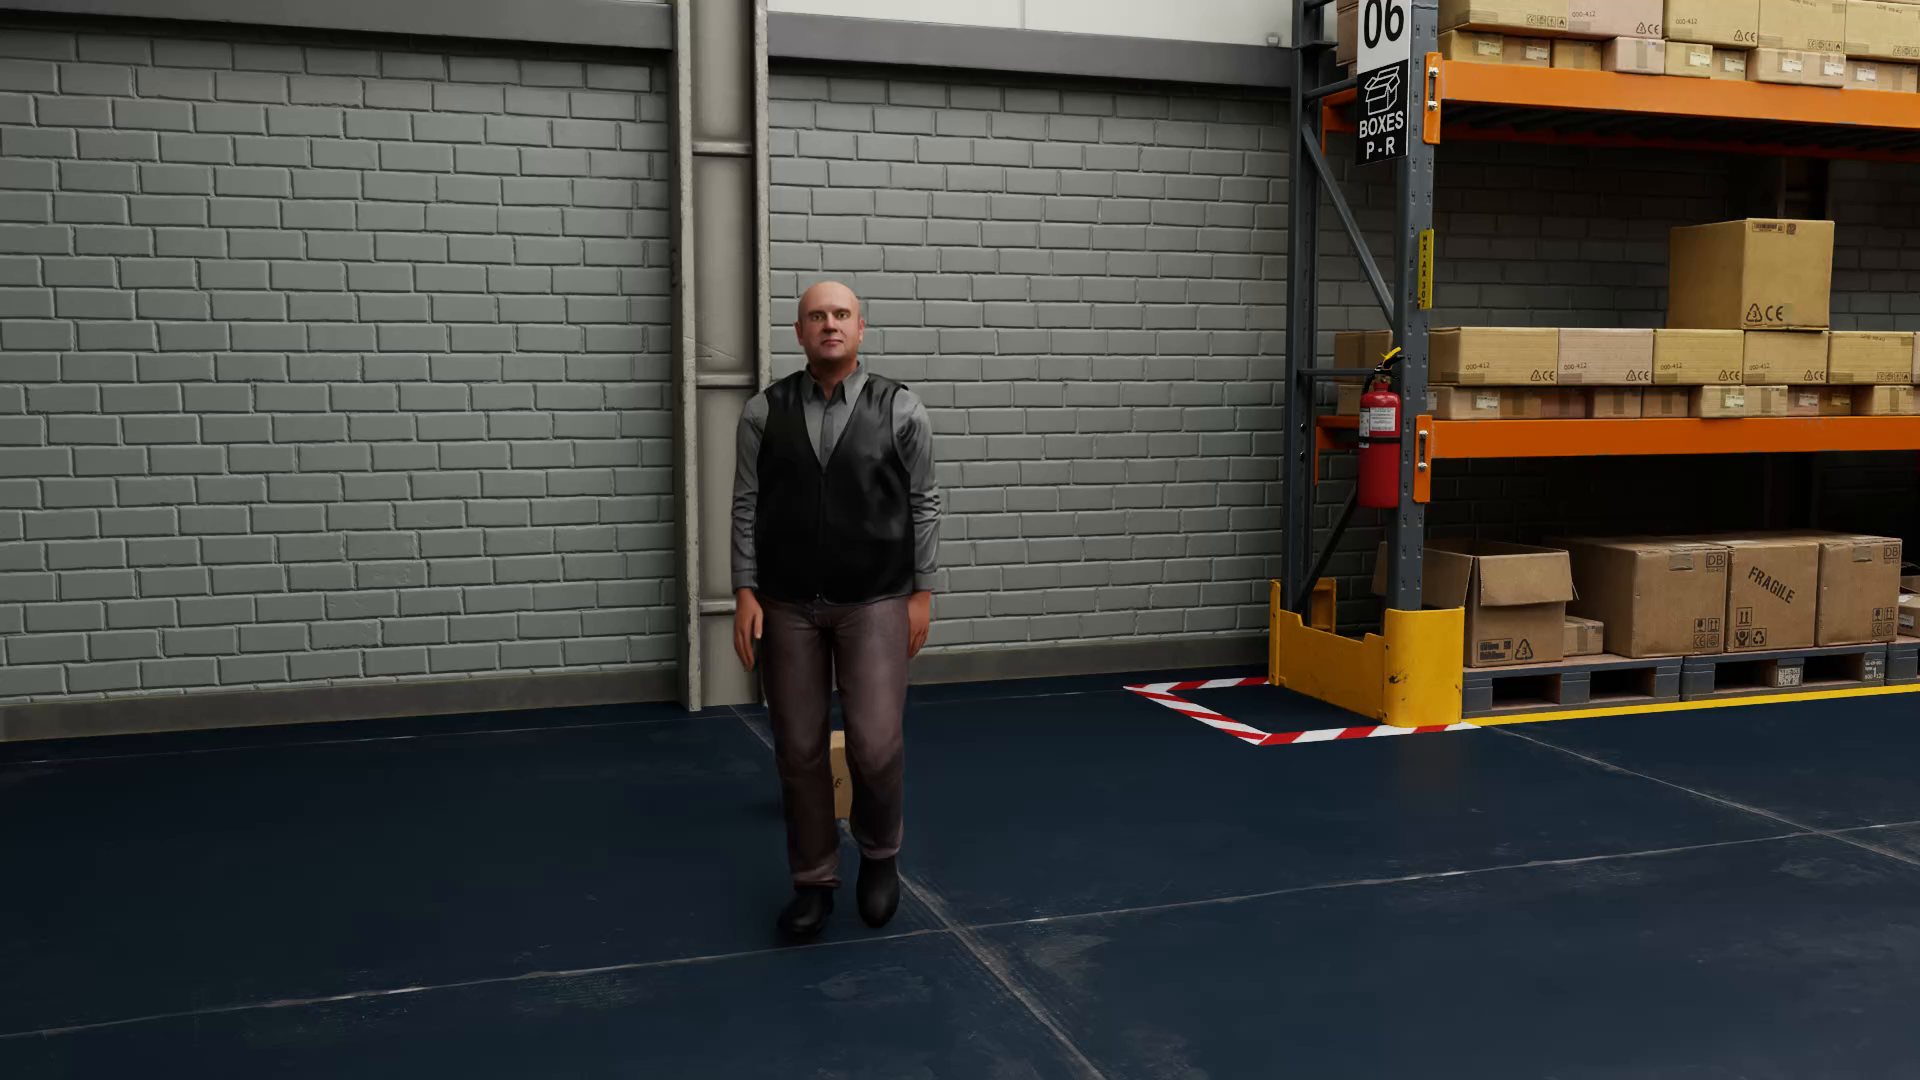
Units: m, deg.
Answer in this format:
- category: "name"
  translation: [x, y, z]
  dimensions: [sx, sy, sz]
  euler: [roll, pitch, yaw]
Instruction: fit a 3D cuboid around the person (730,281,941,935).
- category: "person"
  translation: [-0.333, 0.193, 4.364]
  dimensions: [0.546, 1.733, 0.437]
  euler: [1, 6, 6]
